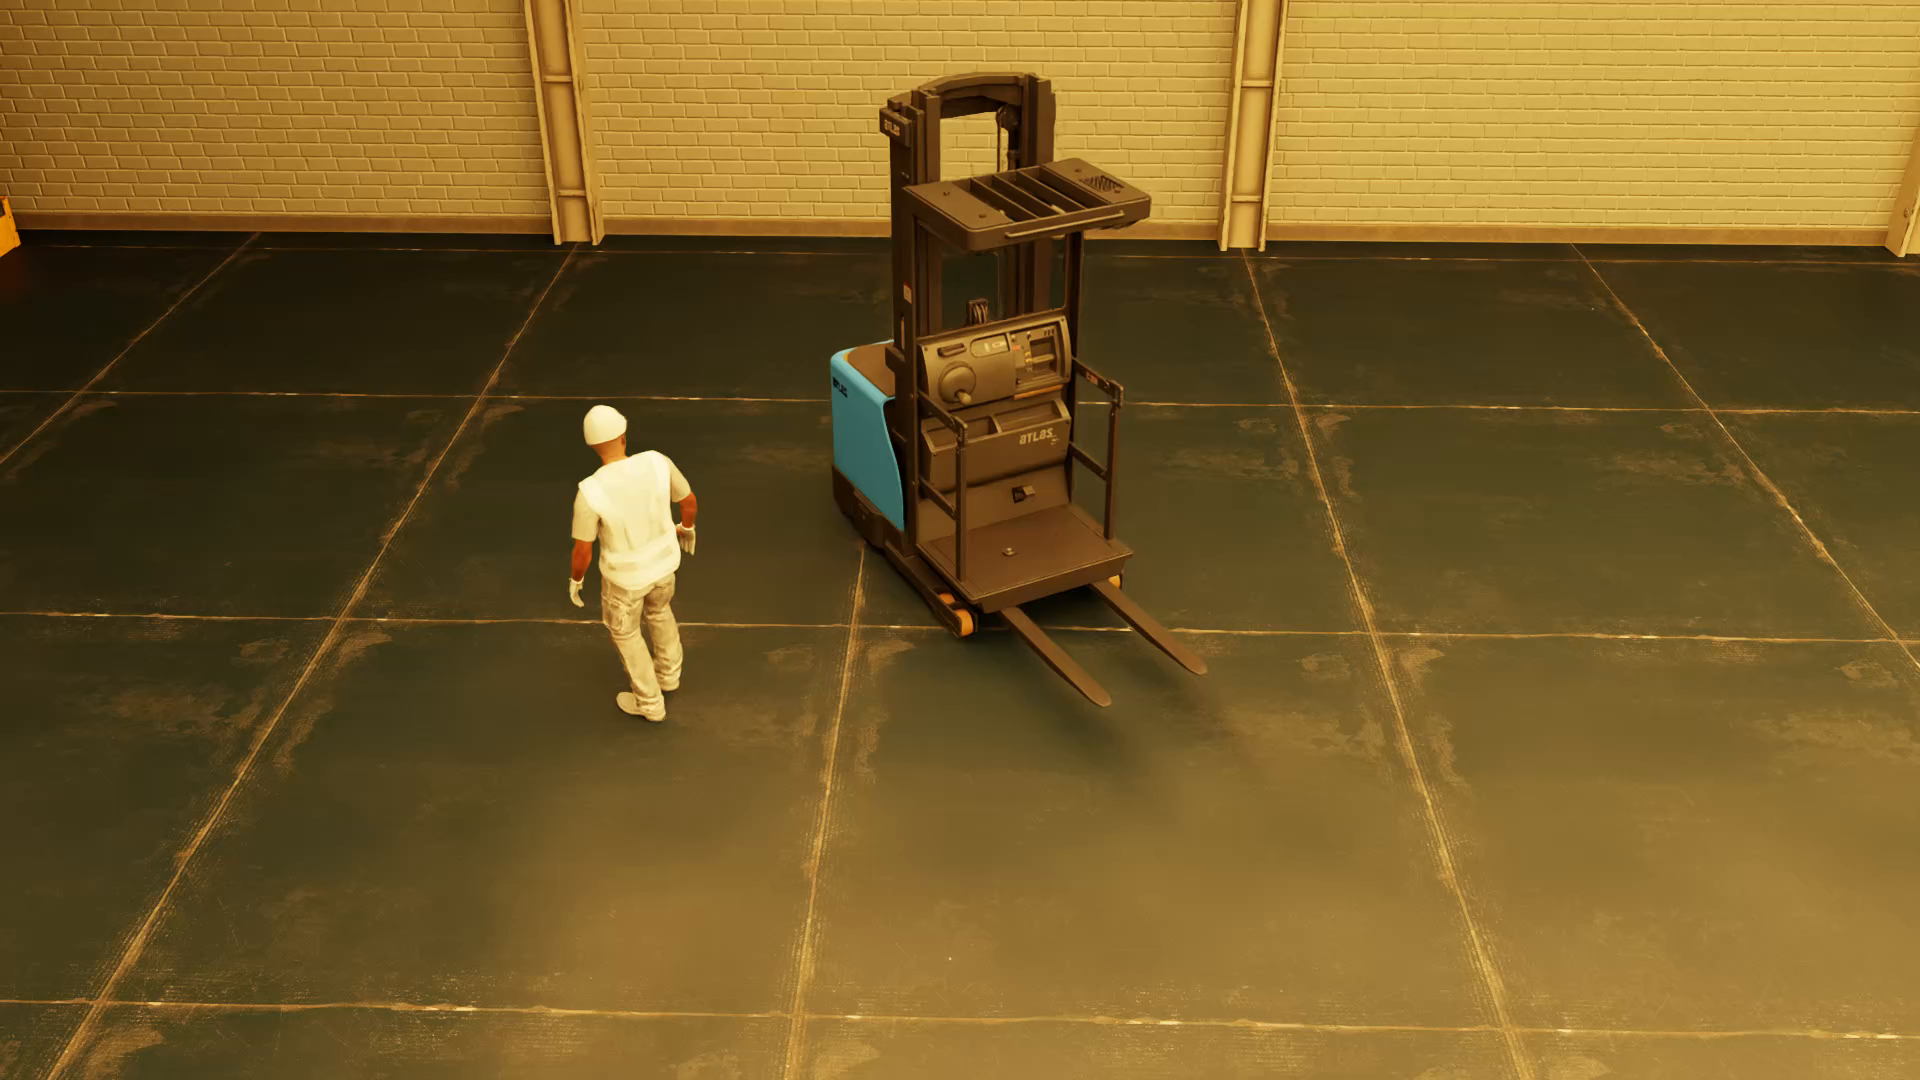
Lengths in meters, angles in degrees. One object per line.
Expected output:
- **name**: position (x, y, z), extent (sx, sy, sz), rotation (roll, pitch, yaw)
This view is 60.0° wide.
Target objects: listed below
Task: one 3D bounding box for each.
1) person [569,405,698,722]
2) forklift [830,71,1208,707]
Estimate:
- **person**: position (-1.705, 0.101, 8.592), extent (0.499, 1.767, 0.764), rotation (26, 39, 36)
- **forklift**: position (0.314, -0.965, 9.251), extent (1.130, 2.935, 3.031), rotation (-15, 34, -24)
